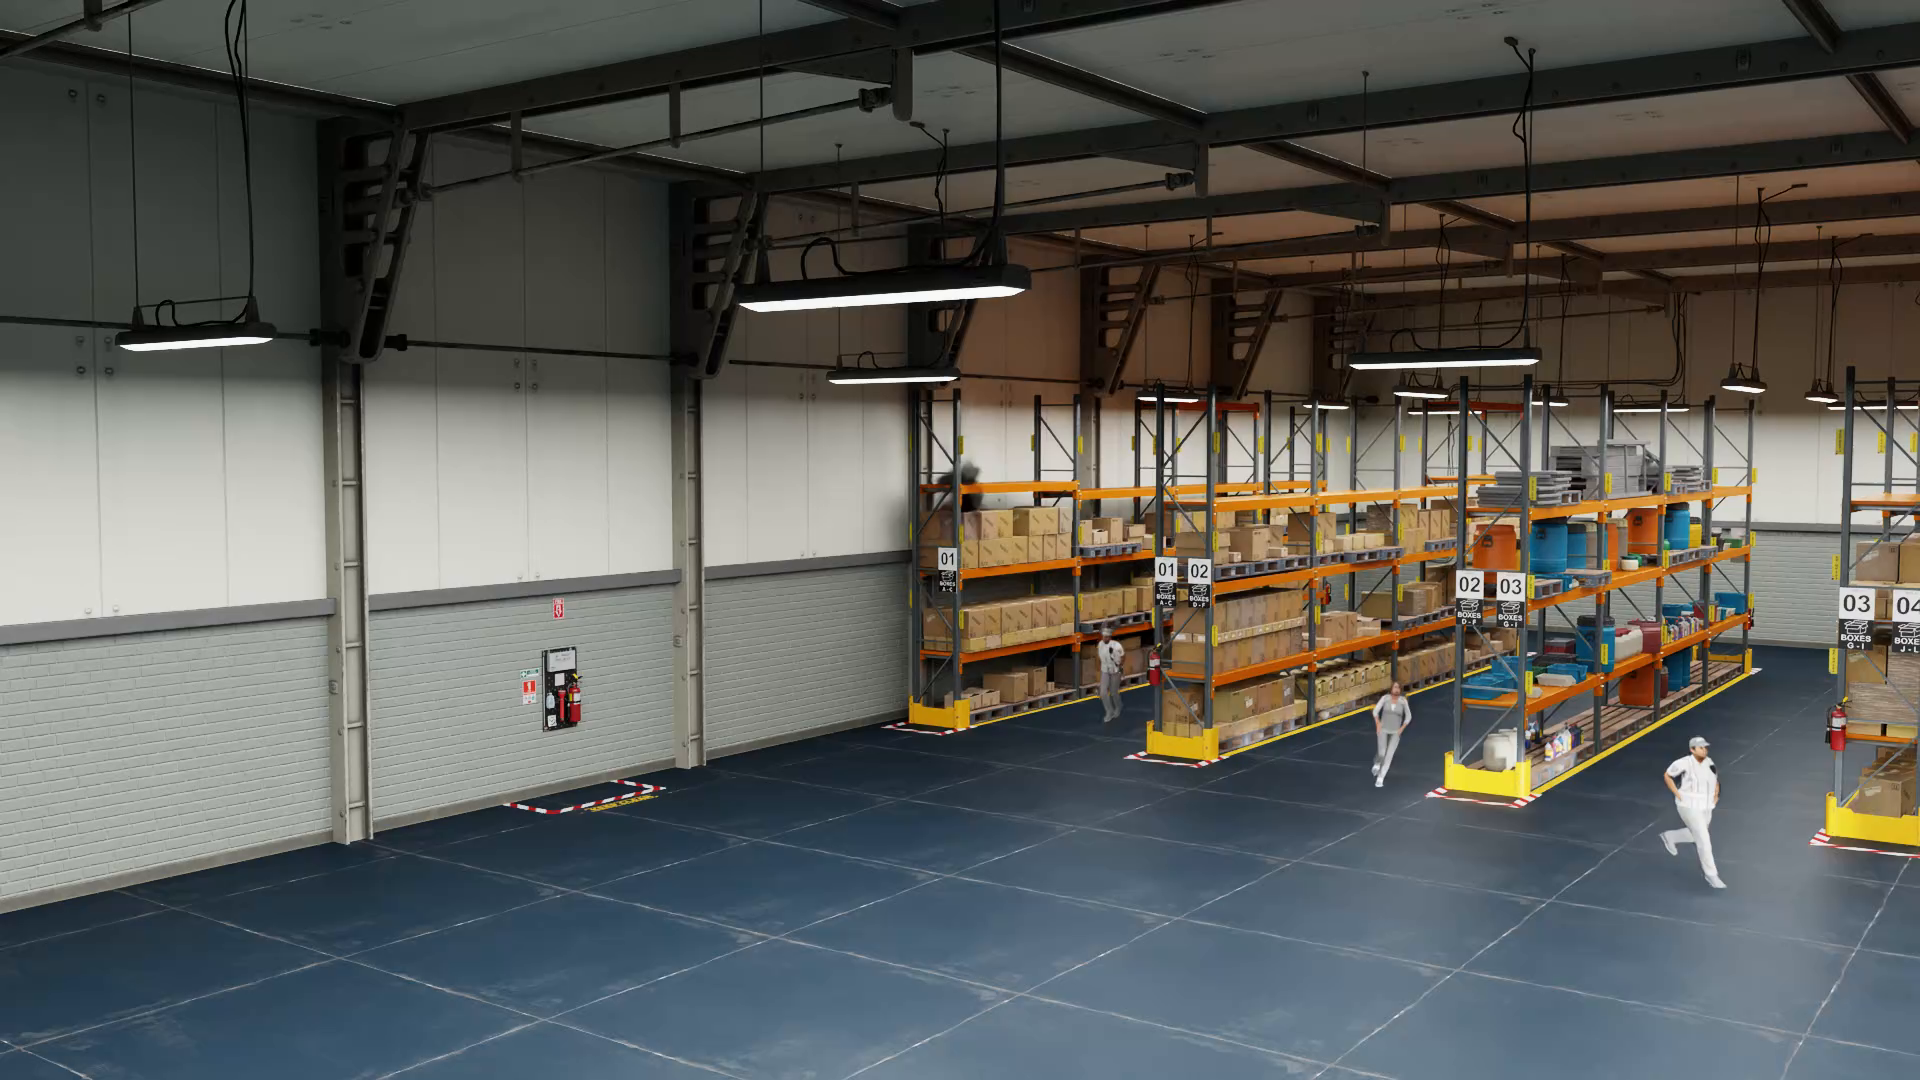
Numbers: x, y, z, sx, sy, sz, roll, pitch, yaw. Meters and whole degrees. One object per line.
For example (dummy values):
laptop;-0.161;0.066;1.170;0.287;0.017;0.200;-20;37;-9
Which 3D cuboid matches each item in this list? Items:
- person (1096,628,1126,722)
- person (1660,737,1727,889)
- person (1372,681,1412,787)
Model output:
person;2.629;2.299;28.717;0.544;1.631;0.777;2;4;28
person;8.503;3.103;19.256;0.577;1.680;1.075;-1;4;-23
person;6.376;2.839;24.550;0.553;1.555;0.526;1;3;11
